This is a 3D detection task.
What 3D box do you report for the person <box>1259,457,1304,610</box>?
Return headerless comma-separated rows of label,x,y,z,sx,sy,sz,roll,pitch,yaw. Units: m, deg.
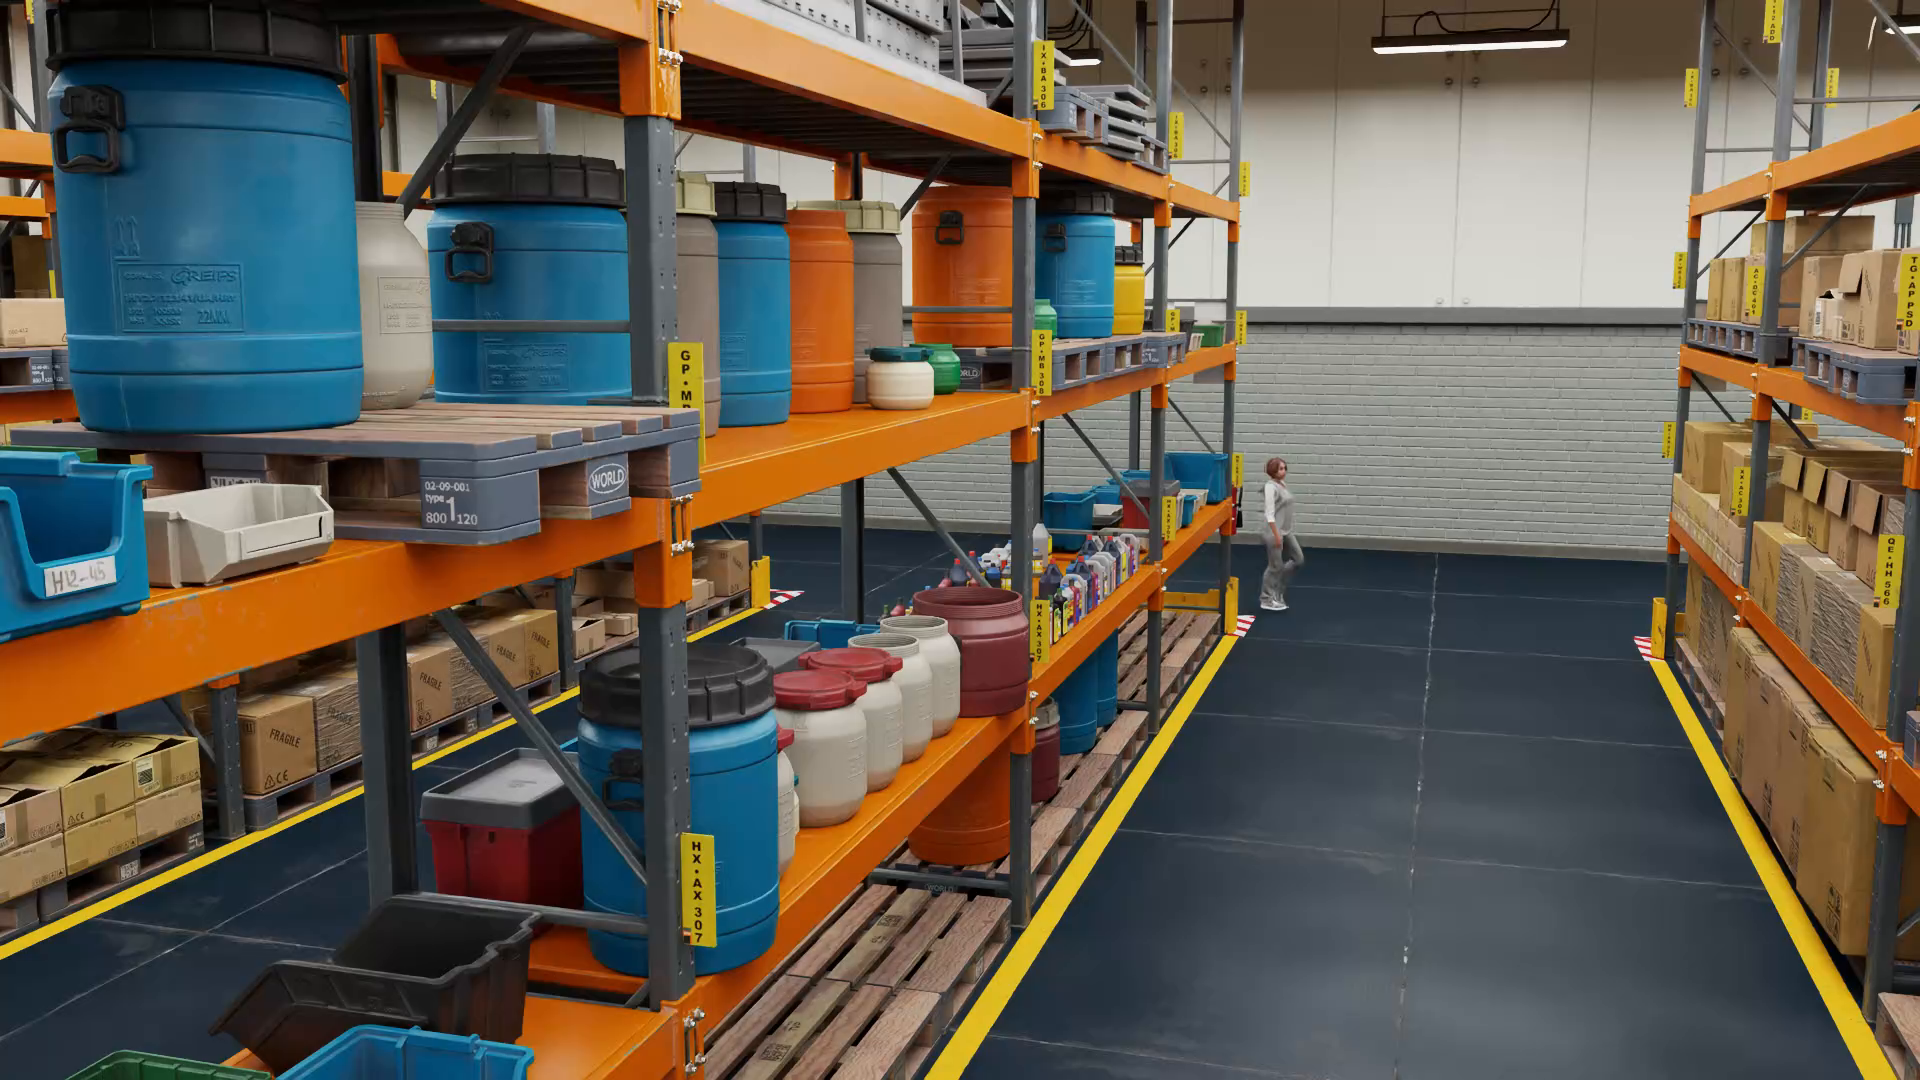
person,3.283,-0.044,17.068,0.434,1.587,0.454,5,10,32
